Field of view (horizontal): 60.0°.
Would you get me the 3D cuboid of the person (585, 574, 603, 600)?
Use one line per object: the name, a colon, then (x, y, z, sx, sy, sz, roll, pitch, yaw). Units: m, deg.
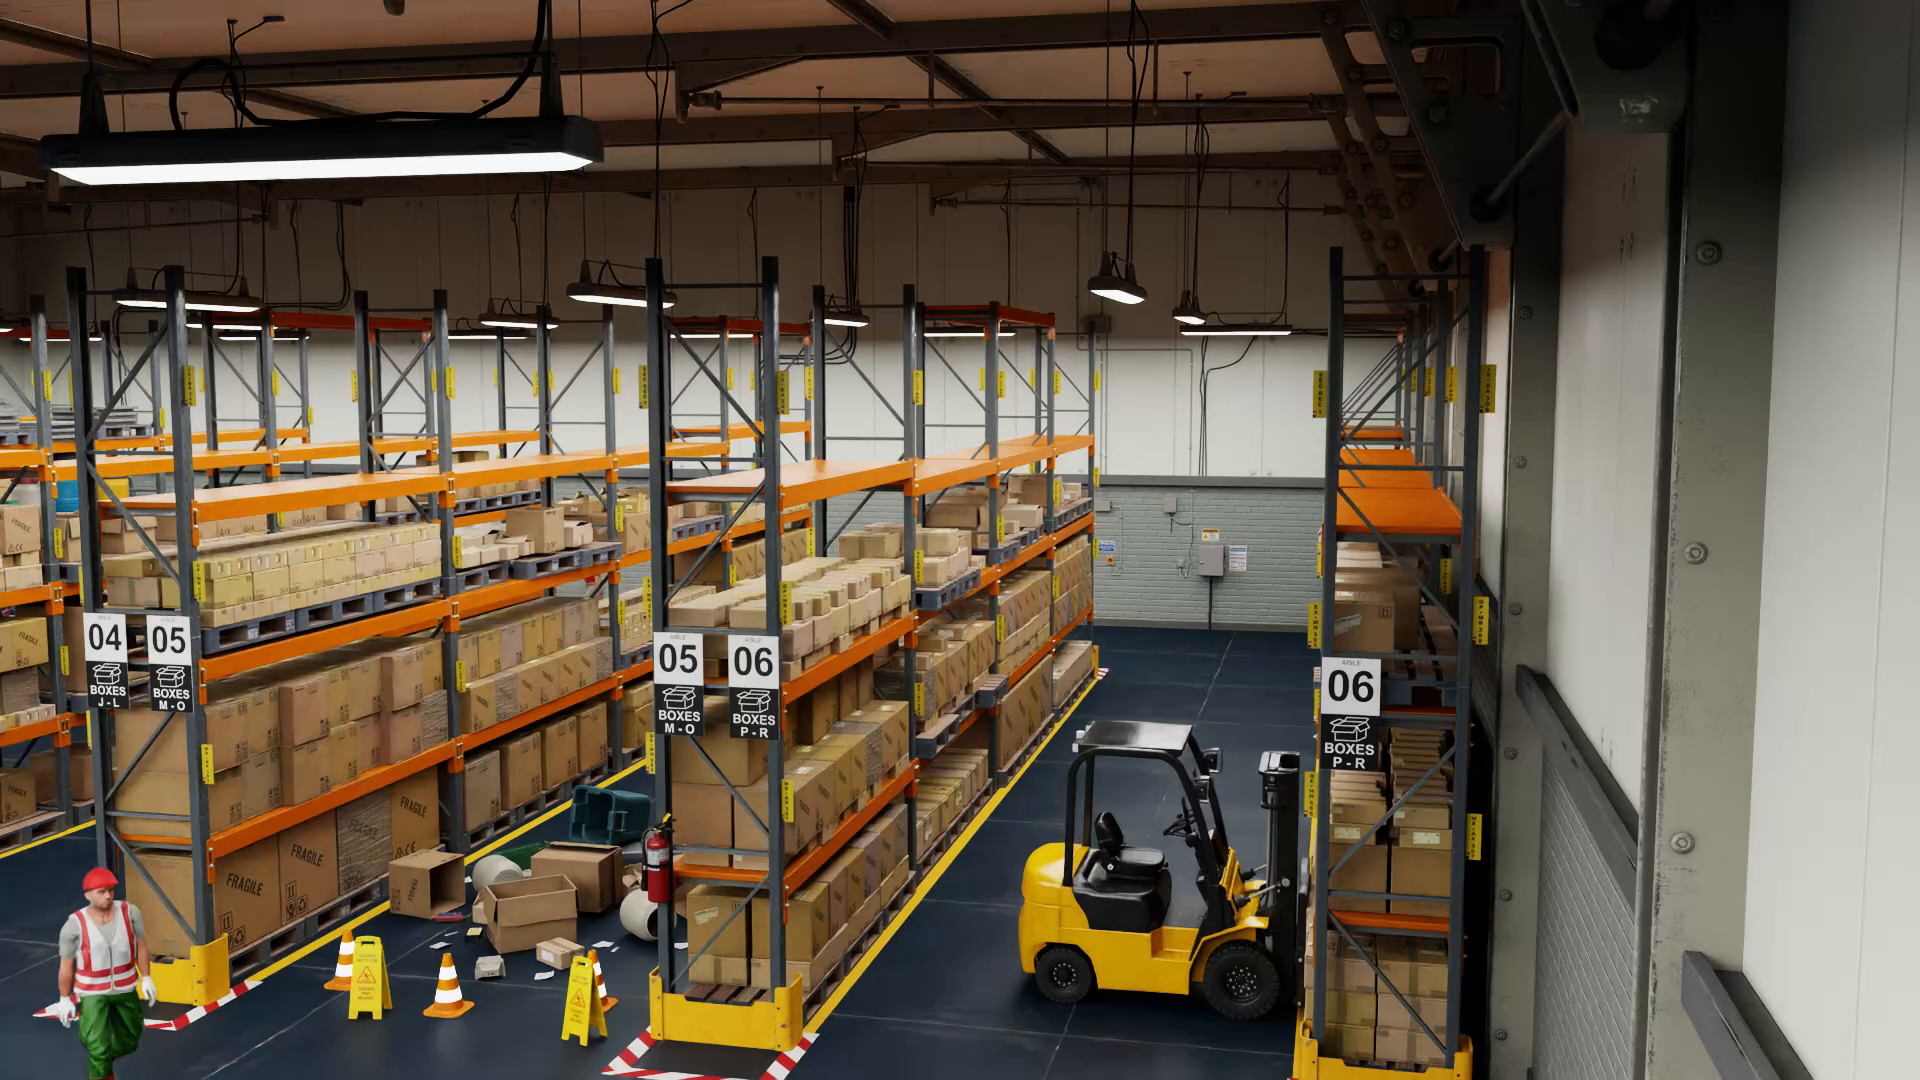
person: (-7.228, 0.971, 33.060, 0.886, 1.697, 0.572, -1, 6, -12)

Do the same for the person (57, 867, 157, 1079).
person: (-5.921, 3.121, 11.531, 0.612, 1.764, 0.910, -5, 8, -42)
